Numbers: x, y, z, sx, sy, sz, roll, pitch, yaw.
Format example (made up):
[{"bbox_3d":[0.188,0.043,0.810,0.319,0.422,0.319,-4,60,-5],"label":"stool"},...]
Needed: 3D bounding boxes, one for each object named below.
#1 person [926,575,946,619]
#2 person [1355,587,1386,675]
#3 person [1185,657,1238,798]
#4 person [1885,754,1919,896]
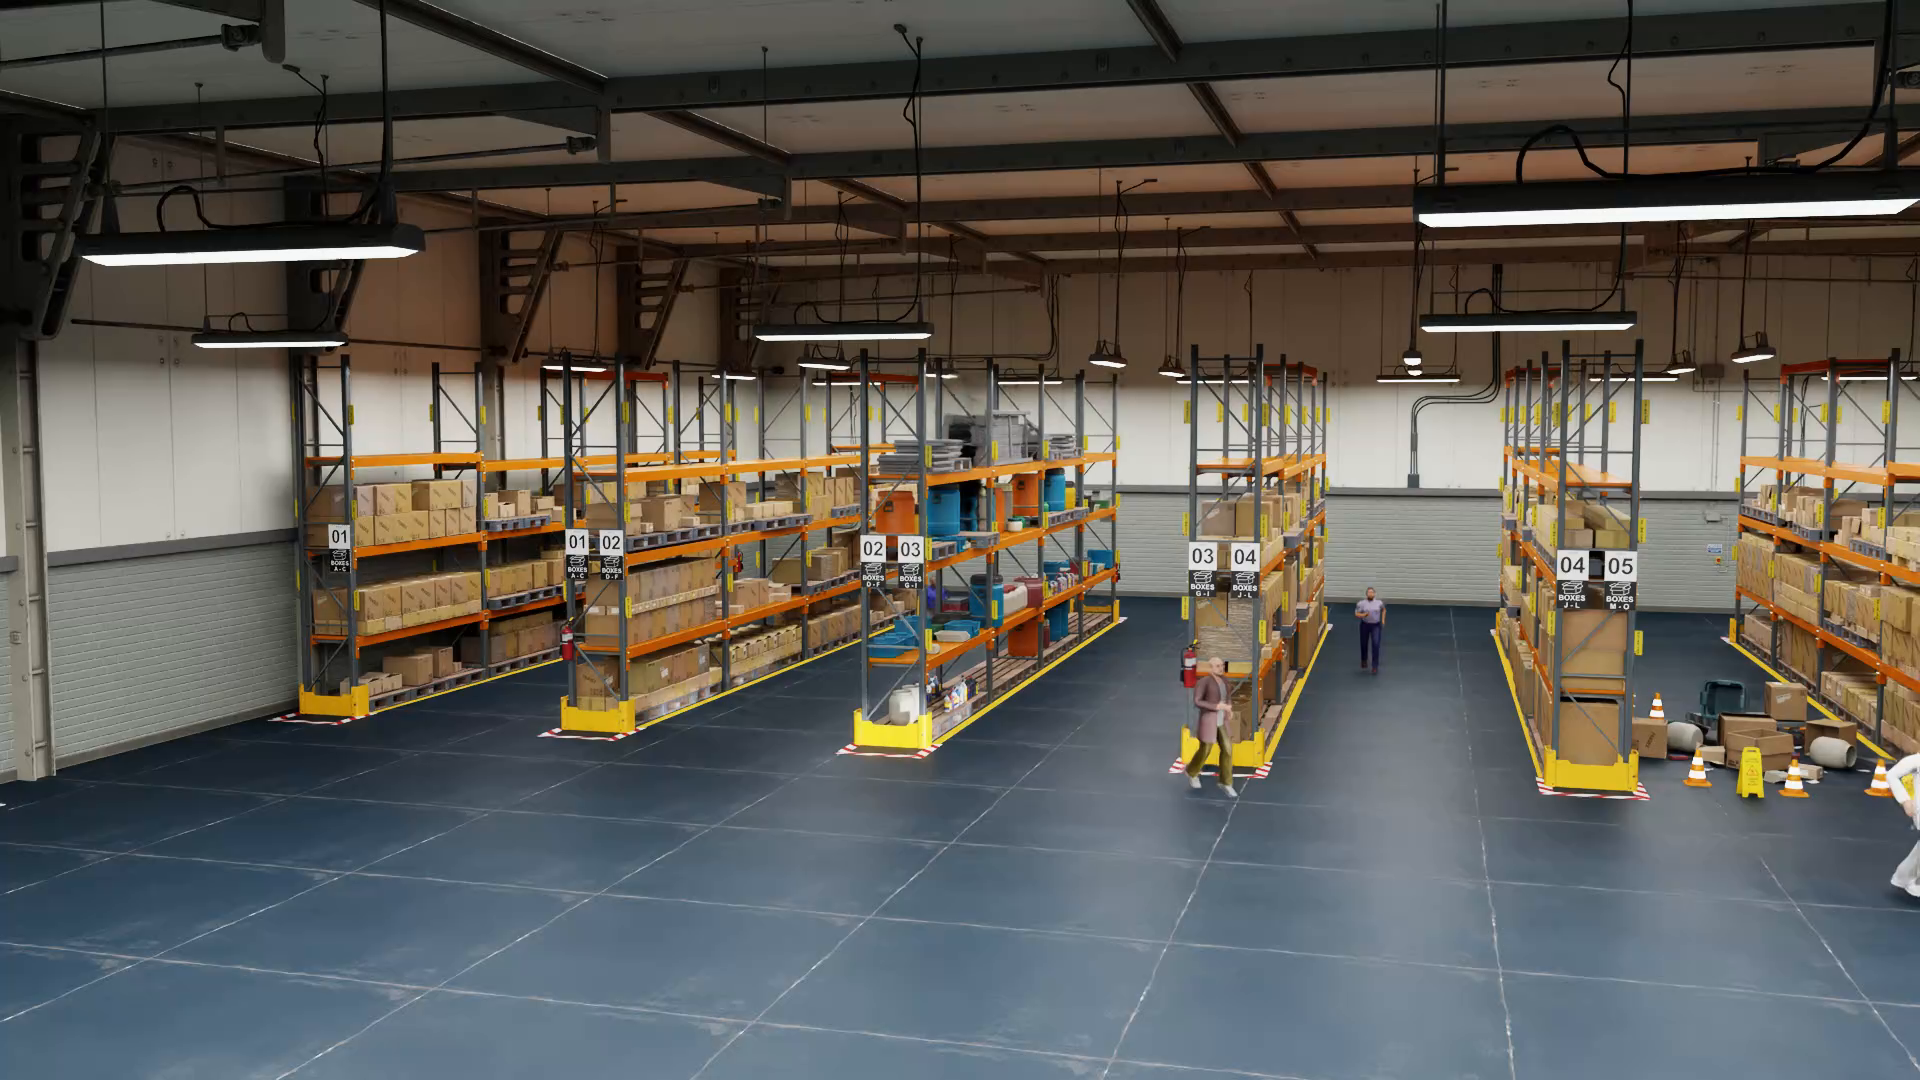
[{"bbox_3d":[-0.537,1.567,34.678,0.547,1.704,0.863,1,4,7],"label":"person"},{"bbox_3d":[7.973,1.740,32.313,0.598,1.655,0.921,1,4,12],"label":"person"},{"bbox_3d":[3.350,2.463,22.059,0.734,1.843,0.878,-3,5,-31],"label":"person"},{"bbox_3d":[9.904,2.849,16.967,0.674,1.840,0.823,-3,5,-31],"label":"person"}]
